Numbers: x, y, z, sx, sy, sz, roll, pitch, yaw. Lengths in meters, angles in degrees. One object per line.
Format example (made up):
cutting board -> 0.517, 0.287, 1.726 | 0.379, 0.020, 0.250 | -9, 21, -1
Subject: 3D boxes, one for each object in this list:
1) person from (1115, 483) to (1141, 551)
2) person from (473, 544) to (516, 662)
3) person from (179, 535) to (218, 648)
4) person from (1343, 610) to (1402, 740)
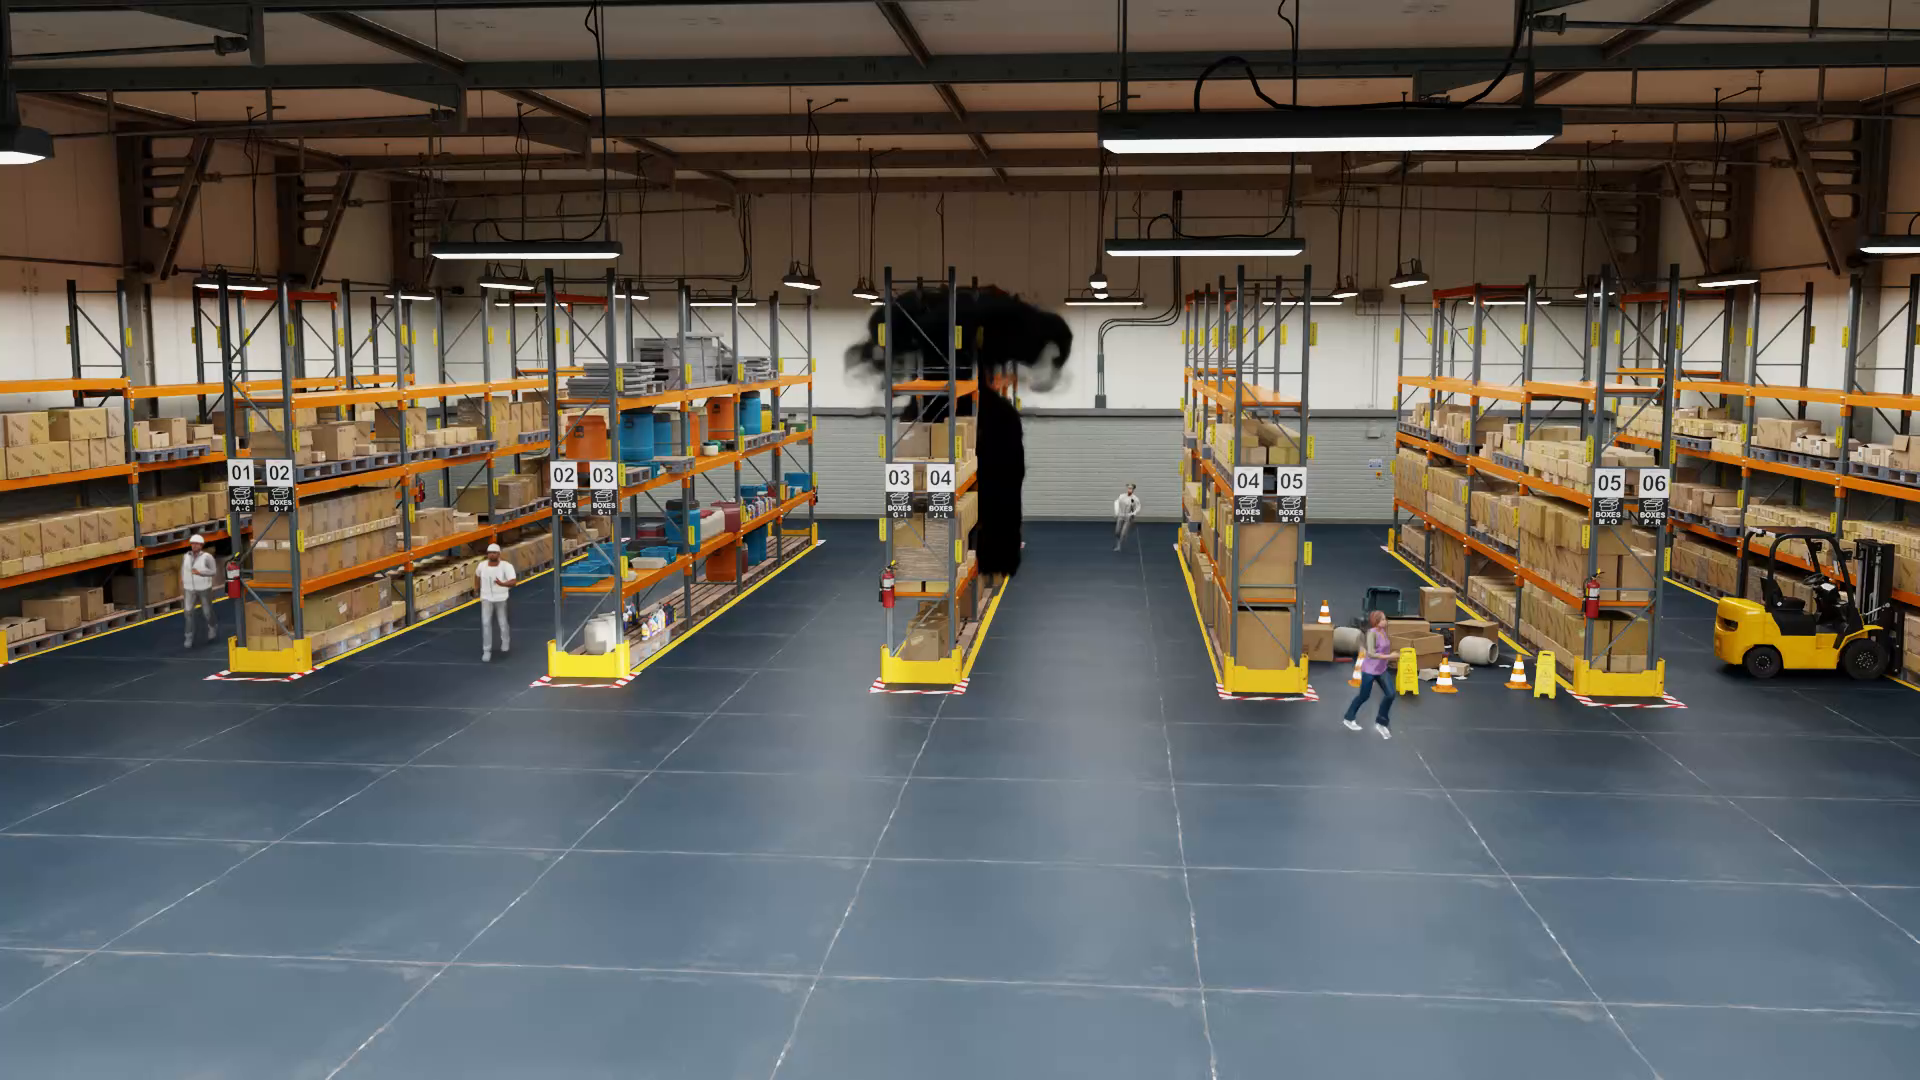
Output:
person -> 3.931, -0.544, 39.061 | 0.640, 1.622, 0.544 | 2, 7, 19
person -> -7.283, 0.941, 26.031 | 0.691, 1.781, 0.922 | -1, 7, -4
person -> -12.444, 0.802, 27.164 | 0.644, 1.785, 0.904 | -1, 7, -5
person -> 5.193, 1.682, 20.863 | 0.503, 1.640, 0.785 | -7, 10, -43
